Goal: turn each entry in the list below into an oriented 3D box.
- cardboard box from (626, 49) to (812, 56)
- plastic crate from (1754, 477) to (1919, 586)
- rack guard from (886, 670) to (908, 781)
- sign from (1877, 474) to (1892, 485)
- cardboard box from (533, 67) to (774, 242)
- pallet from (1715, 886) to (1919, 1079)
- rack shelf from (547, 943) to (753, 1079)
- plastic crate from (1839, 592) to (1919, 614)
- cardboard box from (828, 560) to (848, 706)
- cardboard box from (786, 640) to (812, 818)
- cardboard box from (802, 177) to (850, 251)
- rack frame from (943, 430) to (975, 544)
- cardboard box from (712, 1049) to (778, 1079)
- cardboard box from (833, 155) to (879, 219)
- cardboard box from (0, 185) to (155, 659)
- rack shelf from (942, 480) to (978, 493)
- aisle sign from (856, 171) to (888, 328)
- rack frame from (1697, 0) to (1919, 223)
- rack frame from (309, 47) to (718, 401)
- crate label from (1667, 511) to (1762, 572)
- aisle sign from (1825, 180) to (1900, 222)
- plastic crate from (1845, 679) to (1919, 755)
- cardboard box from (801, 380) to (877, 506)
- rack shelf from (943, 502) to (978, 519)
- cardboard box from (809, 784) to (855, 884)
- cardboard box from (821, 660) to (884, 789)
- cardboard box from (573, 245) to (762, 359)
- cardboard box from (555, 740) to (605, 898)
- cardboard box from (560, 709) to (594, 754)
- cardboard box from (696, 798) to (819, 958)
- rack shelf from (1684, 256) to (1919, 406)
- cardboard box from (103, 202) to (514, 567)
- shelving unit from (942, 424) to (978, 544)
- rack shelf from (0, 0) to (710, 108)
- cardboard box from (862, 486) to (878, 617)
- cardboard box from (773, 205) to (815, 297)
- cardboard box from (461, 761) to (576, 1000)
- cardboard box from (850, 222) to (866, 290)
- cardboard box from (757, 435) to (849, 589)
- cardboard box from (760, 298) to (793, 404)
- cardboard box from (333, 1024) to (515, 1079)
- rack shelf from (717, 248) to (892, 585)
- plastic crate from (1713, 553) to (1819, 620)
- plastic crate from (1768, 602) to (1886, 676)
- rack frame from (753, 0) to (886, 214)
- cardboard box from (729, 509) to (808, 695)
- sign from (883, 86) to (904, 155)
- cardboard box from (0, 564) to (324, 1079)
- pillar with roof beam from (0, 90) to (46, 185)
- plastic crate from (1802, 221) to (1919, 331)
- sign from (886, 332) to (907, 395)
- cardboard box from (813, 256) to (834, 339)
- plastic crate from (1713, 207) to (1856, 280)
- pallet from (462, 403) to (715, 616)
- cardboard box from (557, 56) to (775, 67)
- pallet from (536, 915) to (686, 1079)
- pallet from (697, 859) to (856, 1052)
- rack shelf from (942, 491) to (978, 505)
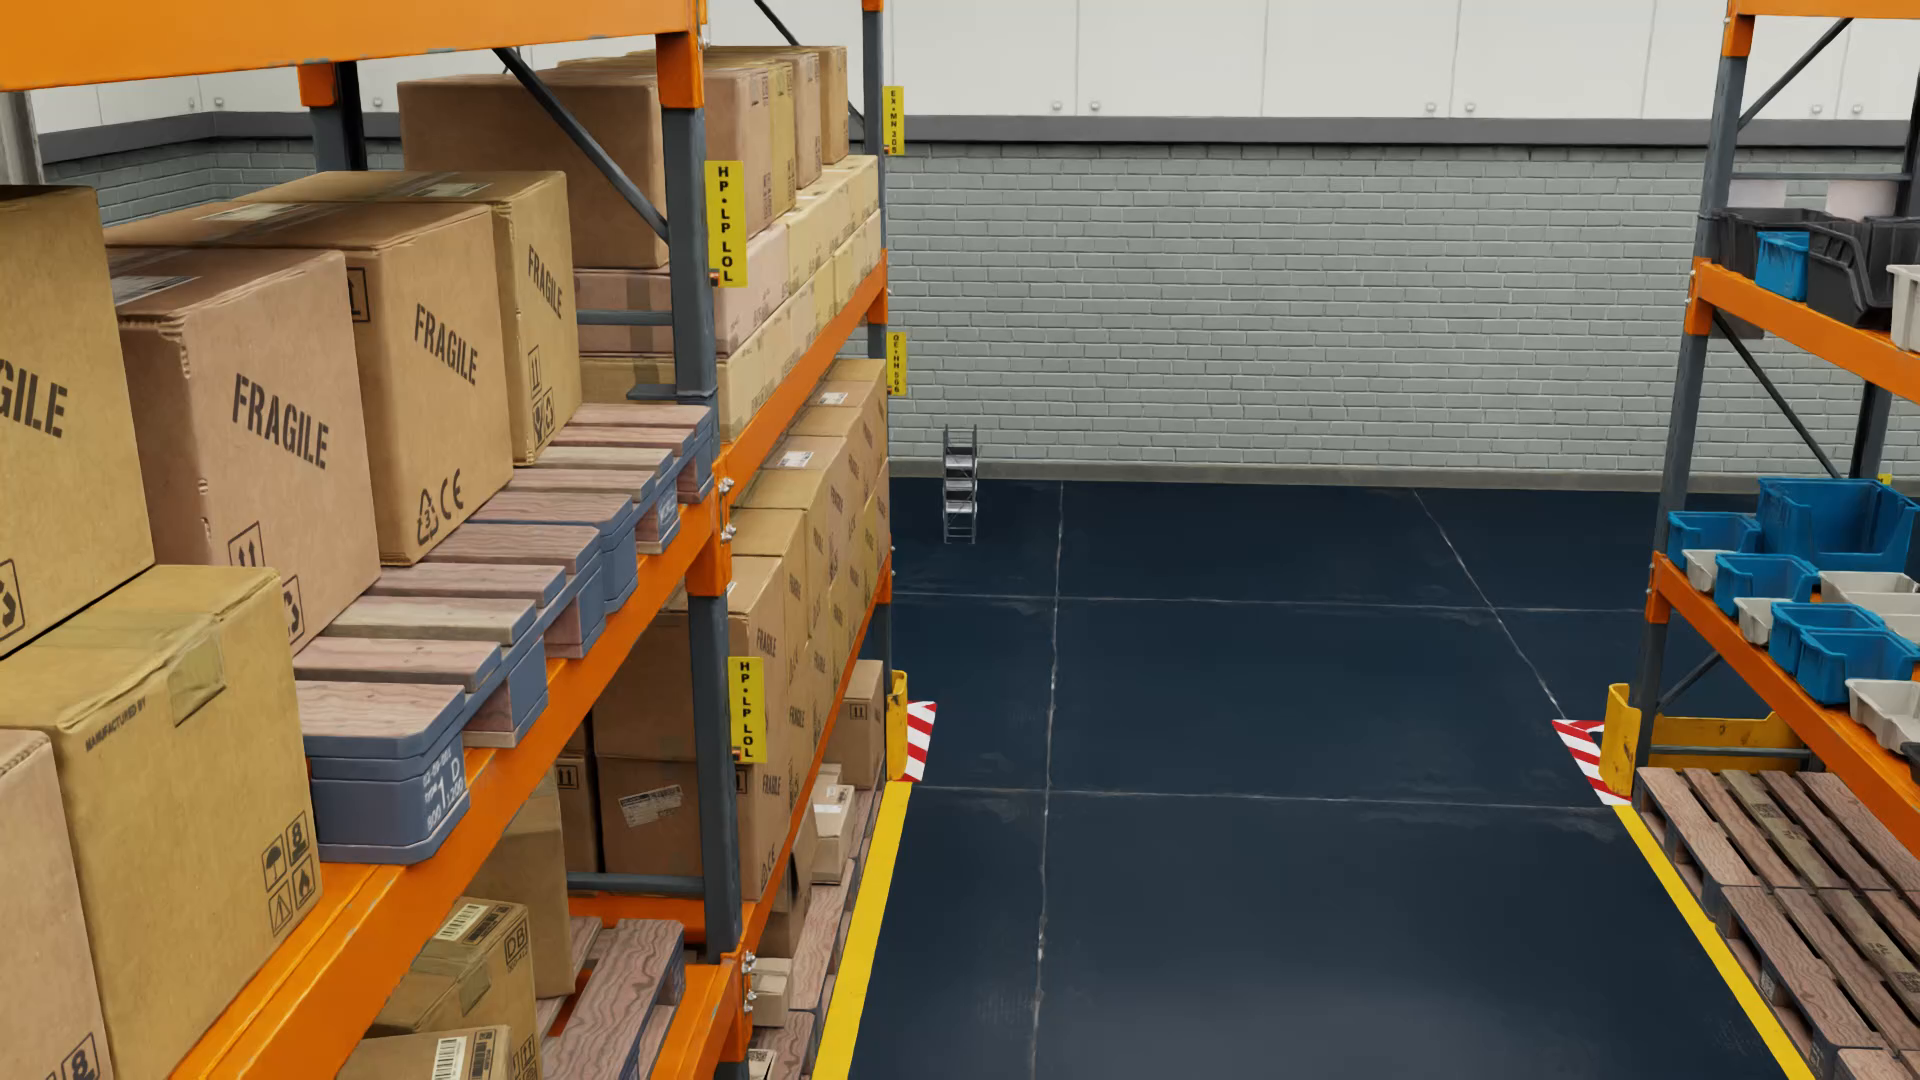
[{"bbox_3d":[-1.016,-1.851,7.172,0.700,0.500,0.500,1,18,4],"label":"cardboard box"},{"bbox_3d":[4.227,-0.042,8.081,0.616,0.435,0.499,1,18,4],"label":"plastic crate"},{"bbox_3d":[-0.881,0.995,9.084,1.175,0.500,0.348,1,18,4],"label":"rack guard"},{"bbox_3d":[4.615,-0.175,8.378,0.100,0.325,0.005,1,18,4],"label":"sign"},{"bbox_3d":[-0.988,-1.226,5.265,0.700,0.500,0.500,1,18,4],"label":"cardboard box"},{"bbox_3d":[3.877,1.853,6.928,1.003,0.211,1.213,1,18,4],"label":"pallet"},{"bbox_3d":[-1.306,1.989,3.192,1.077,0.370,4.000,1,18,4],"label":"rack shelf"},{"bbox_3d":[4.152,0.339,7.398,0.396,0.136,0.243,1,18,4],"label":"plastic crate"},{"bbox_3d":[-0.747,0.354,6.866,0.500,0.500,0.500,1,18,3],"label":"cardboard box"},{"bbox_3d":[-0.820,0.667,5.910,0.500,0.500,0.500,2,18,5],"label":"cardboard box"},{"bbox_3d":[-0.733,-1.333,6.793,0.500,0.250,0.500,1,18,4],"label":"cardboard box"},{"bbox_3d":[-0.007,-0.399,12.694,0.240,0.900,0.006,1,18,4],"label":"rack frame"},{"bbox_3d":[-0.916,1.969,5.709,0.500,0.311,0.500,1,18,4],"label":"cardboard box"},{"bbox_3d":[-0.658,-1.643,7.741,0.500,0.250,0.500,1,18,4],"label":"cardboard box"},{"bbox_3d":[-1.338,-0.132,1.925,0.500,0.500,0.500,1,18,4],"label":"cardboard box"},{"bbox_3d":[0.001,-0.398,12.801,0.258,0.077,0.200,1,18,4],"label":"rack shelf"},{"bbox_3d":[-0.565,-1.466,8.406,0.394,0.787,0.004,1,18,4],"label":"aisle sign"},{"bbox_3d":[4.065,-2.956,7.492,1.000,3.000,0.127,1,18,4],"label":"rack frame"},{"bbox_3d":[-1.162,-1.825,4.041,1.000,3.000,0.127,1,18,4],"label":"rack frame"},{"bbox_3d":[3.719,0.016,8.231,0.416,0.233,0.303,1,18,4],"label":"crate label"},{"bbox_3d":[4.362,-1.356,8.069,0.394,0.787,0.004,1,18,4],"label":"aisle sign"},{"bbox_3d":[3.603,0.687,6.337,0.293,0.136,0.466,1,18,4],"label":"plastic crate"},{"bbox_3d":[-0.668,-0.438,7.676,0.500,0.500,0.500,2,18,5],"label":"cardboard box"},{"bbox_3d":[0.001,-0.227,12.857,0.258,0.077,0.200,1,18,4],"label":"rack shelf"},{"bbox_3d":[-0.767,1.350,7.696,0.500,0.250,0.500,1,18,4],"label":"cardboard box"},{"bbox_3d":[-0.669,0.937,8.555,0.500,0.500,0.500,1,18,4],"label":"cardboard box"},{"bbox_3d":[-0.880,-0.711,4.898,0.500,0.250,0.500,1,18,4],"label":"cardboard box"},{"bbox_3d":[-1.382,0.817,5.451,0.500,0.500,0.500,2,18,5],"label":"cardboard box"},{"bbox_3d":[-1.384,0.340,5.301,0.500,0.500,0.500,1,18,4],"label":"cardboard box"},{"bbox_3d":[-1.033,1.419,7.077,0.797,0.503,0.637,1,18,4],"label":"cardboard box"},{"bbox_3d":[3.922,-0.567,6.175,1.077,0.370,4.000,1,18,4],"label":"rack shelf"},{"bbox_3d":[-1.297,-0.331,3.304,0.600,0.600,0.600,1,18,3],"label":"cardboard box"},{"bbox_3d":[0.001,-0.430,12.791,0.258,0.900,0.210,1,18,4],"label":"shelving unit"},{"bbox_3d":[-1.306,-0.672,2.320,1.077,0.370,4.000,1,18,4],"label":"rack shelf"},{"bbox_3d":[-0.670,0.042,7.816,0.500,0.500,0.500,1,18,4],"label":"cardboard box"},{"bbox_3d":[-0.798,-1.022,5.845,0.500,0.250,0.500,1,18,4],"label":"cardboard box"},{"bbox_3d":[-1.419,0.921,4.461,0.700,0.500,0.500,-5,19,-15],"label":"cardboard box"},{"bbox_3d":[-0.696,-1.250,7.345,0.500,0.250,0.500,1,18,4],"label":"cardboard box"},{"bbox_3d":[-0.738,-0.117,6.697,0.500,0.500,0.500,2,18,6],"label":"cardboard box"},{"bbox_3d":[-0.841,-0.629,5.449,0.500,0.250,0.500,1,18,4],"label":"cardboard box"},{"bbox_3d":[-1.227,1.329,3.216,0.700,0.500,0.500,-3,18,-10],"label":"cardboard box"},{"bbox_3d":[-1.019,-0.679,6.516,1.077,0.370,4.000,1,18,4],"label":"rack shelf"},{"bbox_3d":[3.672,0.220,7.607,0.416,0.233,0.300,1,18,4],"label":"plastic crate"},{"bbox_3d":[3.624,0.424,6.983,0.416,0.233,0.300,1,18,4],"label":"plastic crate"},{"bbox_3d":[-0.875,-3.067,7.832,1.000,3.000,0.127,1,18,4],"label":"rack frame"},{"bbox_3d":[-0.811,0.203,5.721,0.500,0.500,0.500,1,18,2],"label":"cardboard box"},{"bbox_3d":[-0.323,-2.044,8.105,0.100,0.325,0.005,1,18,4],"label":"sign"},{"bbox_3d":[-1.377,0.339,2.093,0.910,0.500,0.500,1,18,4],"label":"cardboard box"},{"bbox_3d":[-2.192,-3.939,10.491,9.100,9.000,0.400,1,18,4],"label":"pillar with roof beam"},{"bbox_3d":[3.681,-1.032,6.539,0.504,0.338,0.767,1,18,4],"label":"plastic crate"},{"bbox_3d":[-0.323,-0.898,8.480,0.100,0.325,0.005,1,18,4],"label":"sign"},{"bbox_3d":[-0.771,-0.940,6.397,0.500,0.250,0.500,1,18,4],"label":"cardboard box"},{"bbox_3d":[3.759,-1.355,7.633,0.497,0.269,0.590,1,18,4],"label":"plastic crate"},{"bbox_3d":[-1.279,-0.109,3.924,1.213,0.211,1.003,1,18,4],"label":"pallet"},{"bbox_3d":[-1.074,-1.540,6.223,0.700,0.500,0.500,1,18,4],"label":"cardboard box"},{"bbox_3d":[-1.328,1.363,4.255,1.003,0.211,1.213,1,18,4],"label":"pallet"},{"bbox_3d":[-1.027,1.758,7.220,1.003,0.211,1.213,1,18,4],"label":"pallet"},{"bbox_3d":[0.001,-0.313,12.829,0.258,0.077,0.200,1,18,4],"label":"rack shelf"}]
